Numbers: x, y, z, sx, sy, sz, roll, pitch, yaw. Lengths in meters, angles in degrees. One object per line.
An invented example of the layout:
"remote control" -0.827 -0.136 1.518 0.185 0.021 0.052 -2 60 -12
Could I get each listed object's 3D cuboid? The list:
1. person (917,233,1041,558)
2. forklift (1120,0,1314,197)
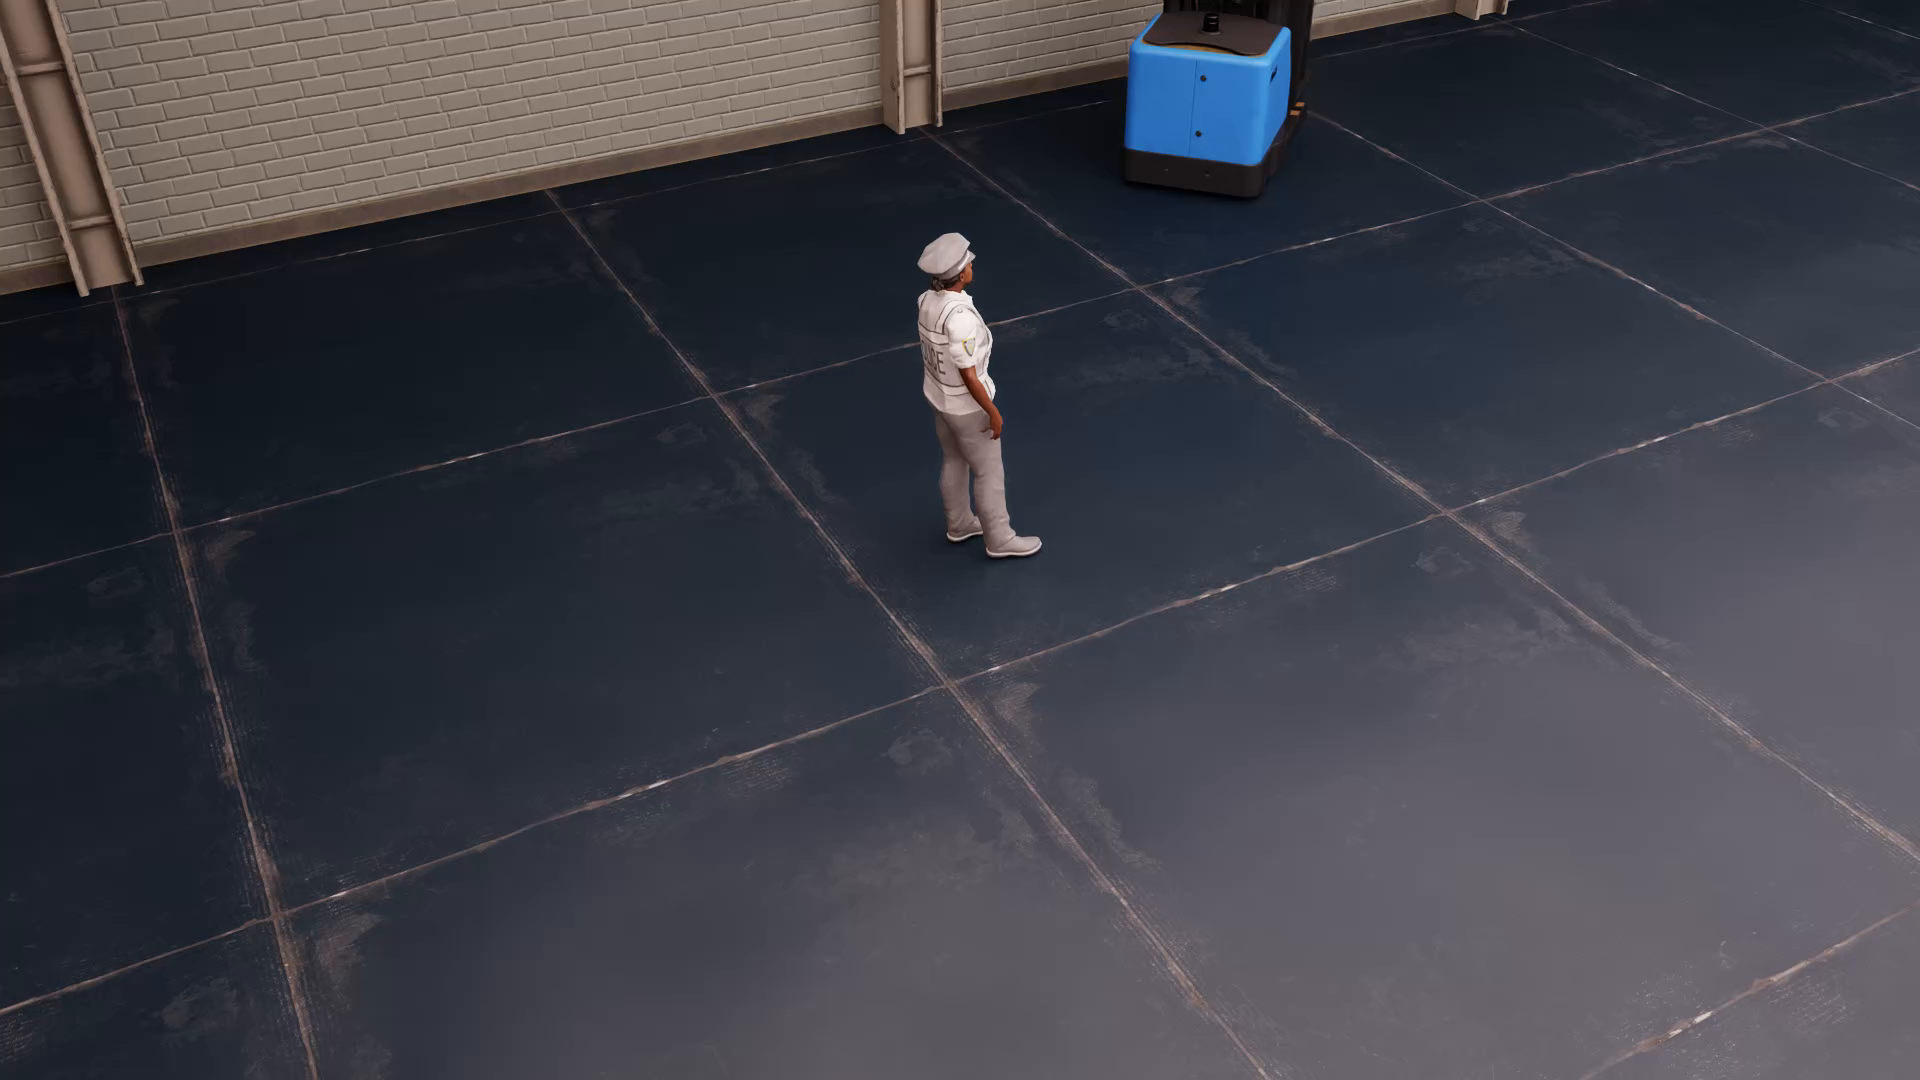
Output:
"person" 0.075 -0.708 8.183 0.530 1.695 0.569 -17 39 -23
"forklift" 2.168 -4.529 12.531 1.130 2.935 3.031 12 37 16
